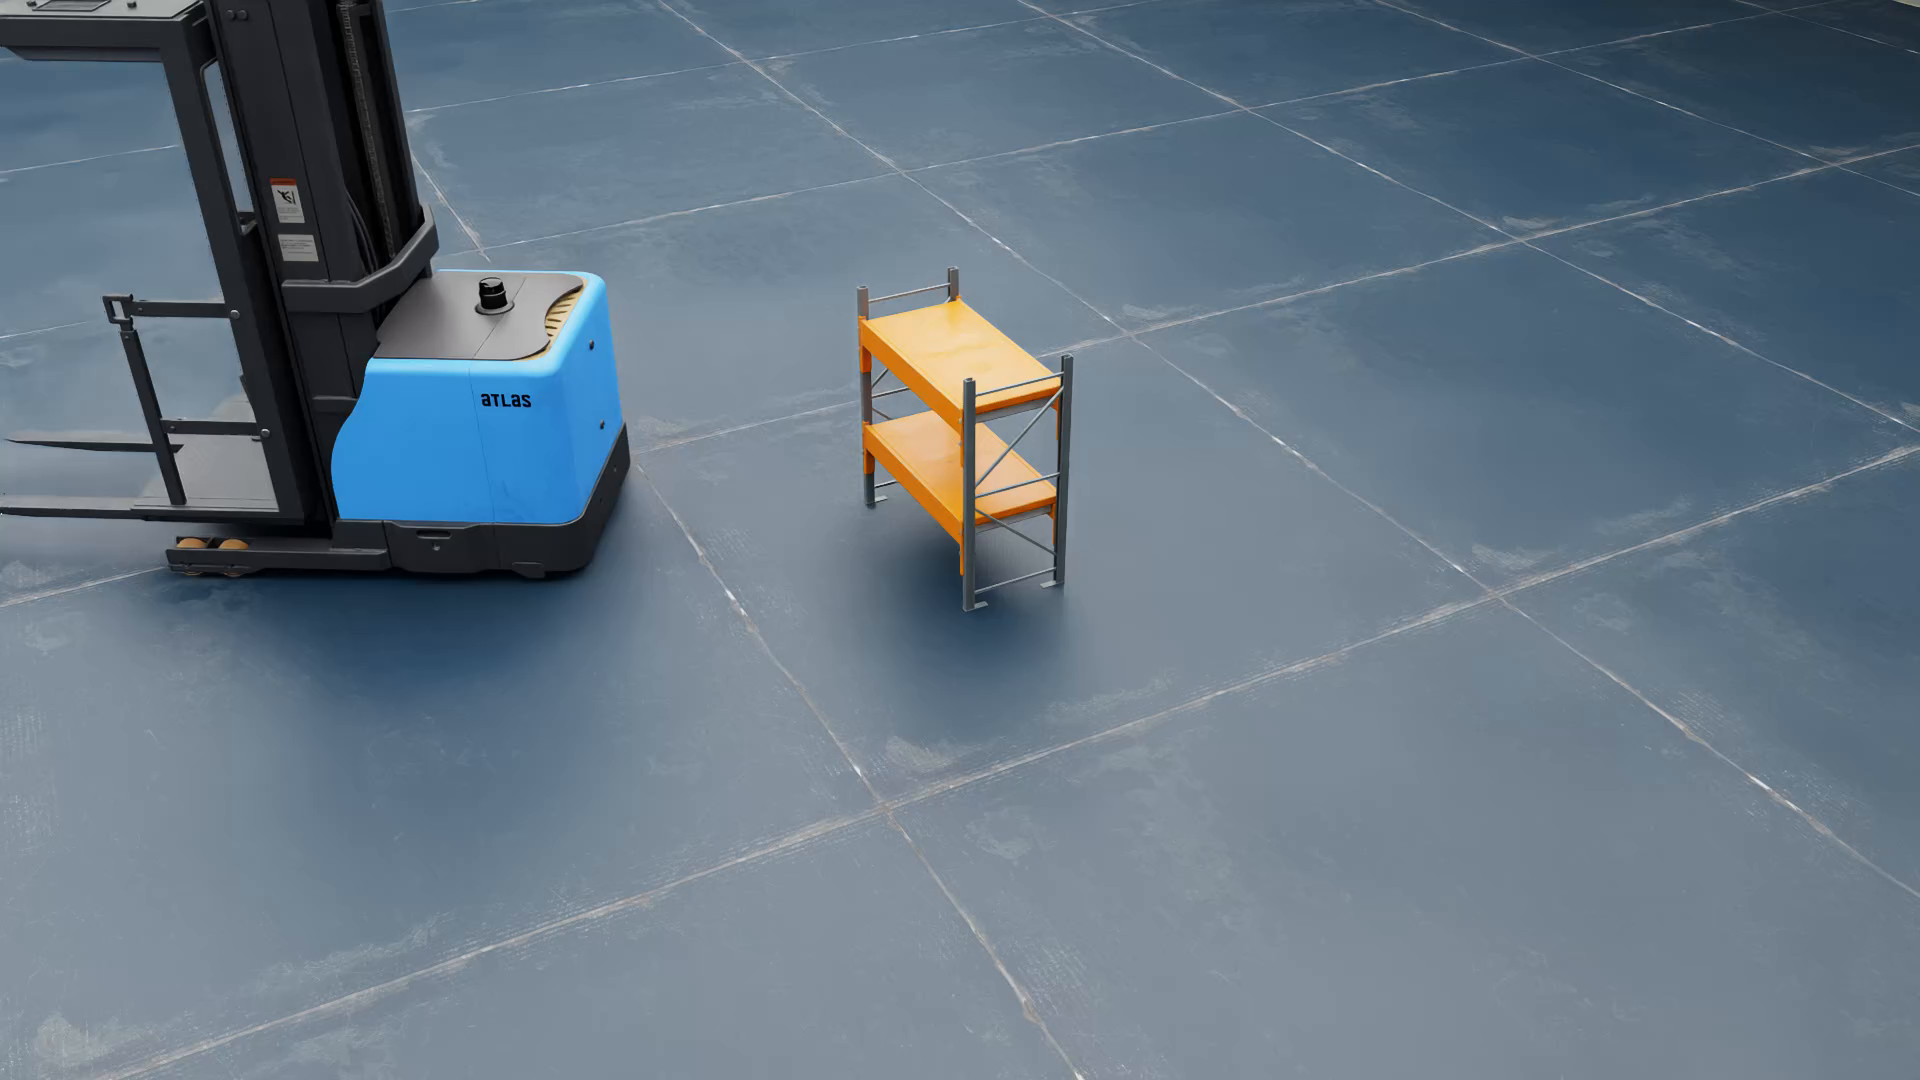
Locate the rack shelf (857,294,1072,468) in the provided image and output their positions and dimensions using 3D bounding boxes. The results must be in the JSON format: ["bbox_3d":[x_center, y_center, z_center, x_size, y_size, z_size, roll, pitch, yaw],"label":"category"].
[{"bbox_3d":[0.003,-0.717,7.284,0.538,0.278,1.000,-16,36,-23],"label":"rack shelf"}]

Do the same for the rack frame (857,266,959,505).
[{"bbox_3d":[-0.234,-0.713,7.820,0.500,1.125,0.032,-16,36,-23],"label":"rack frame"}]

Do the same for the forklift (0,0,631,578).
[{"bbox_3d":[-3.156,-1.352,7.144,3.031,2.935,1.130,1,33,2],"label":"forklift"}]

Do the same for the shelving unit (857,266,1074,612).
[{"bbox_3d":[0.003,-0.470,7.442,0.538,1.125,1.048,-16,36,-23],"label":"shelving unit"}]

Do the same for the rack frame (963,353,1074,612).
[{"bbox_3d":[0.240,-0.228,7.063,0.500,1.125,0.032,-16,36,-23],"label":"rack frame"}]

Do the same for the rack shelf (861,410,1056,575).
[{"bbox_3d":[0.003,-0.265,7.573,0.538,0.278,1.000,-16,36,-23],"label":"rack shelf"}]
